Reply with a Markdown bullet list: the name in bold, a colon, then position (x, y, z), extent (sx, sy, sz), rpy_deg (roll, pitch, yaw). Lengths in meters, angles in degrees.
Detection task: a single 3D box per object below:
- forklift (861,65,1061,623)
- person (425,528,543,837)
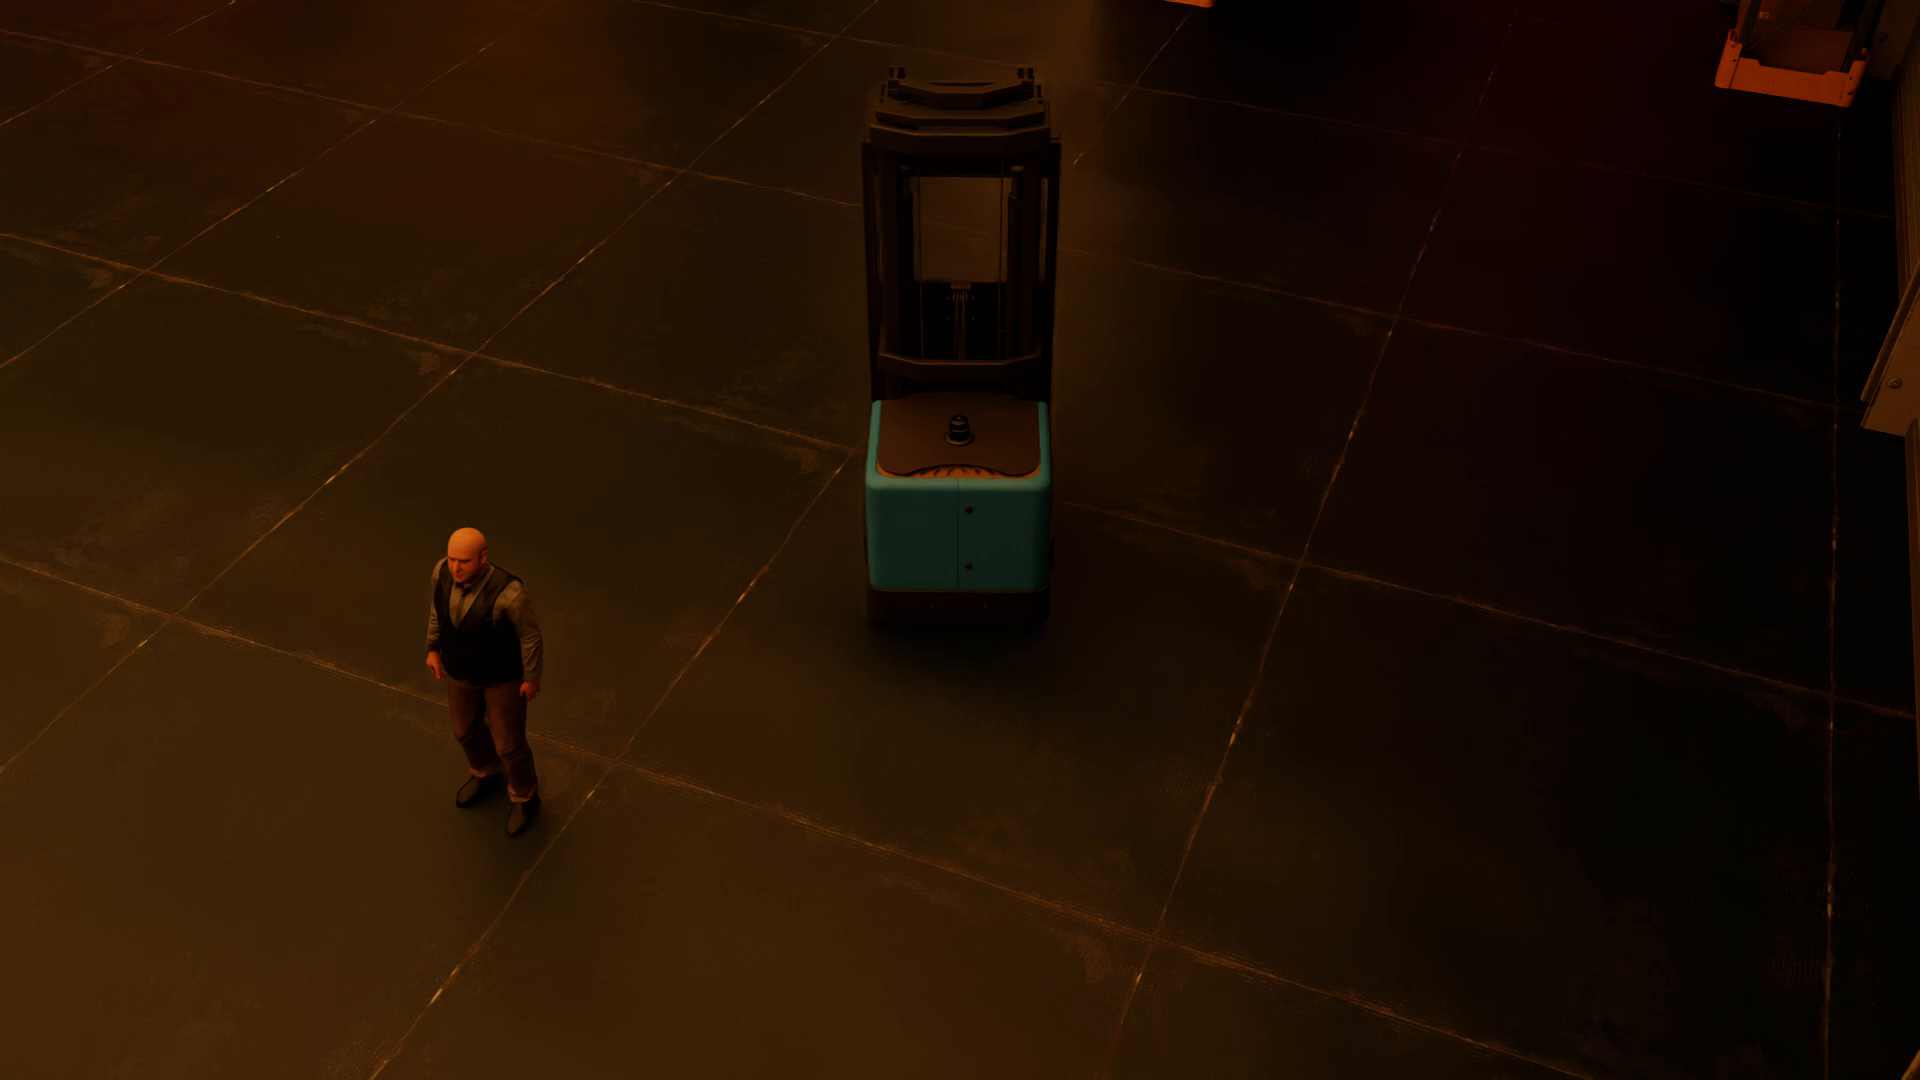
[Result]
- **forklift**: position (0.009, -1.563, 9.873), extent (1.130, 2.935, 3.031), rpy_deg (0, 40, 1)
- **person**: position (-2.347, 0.674, 8.162), extent (0.615, 1.742, 0.498), rpy_deg (16, 42, 18)
